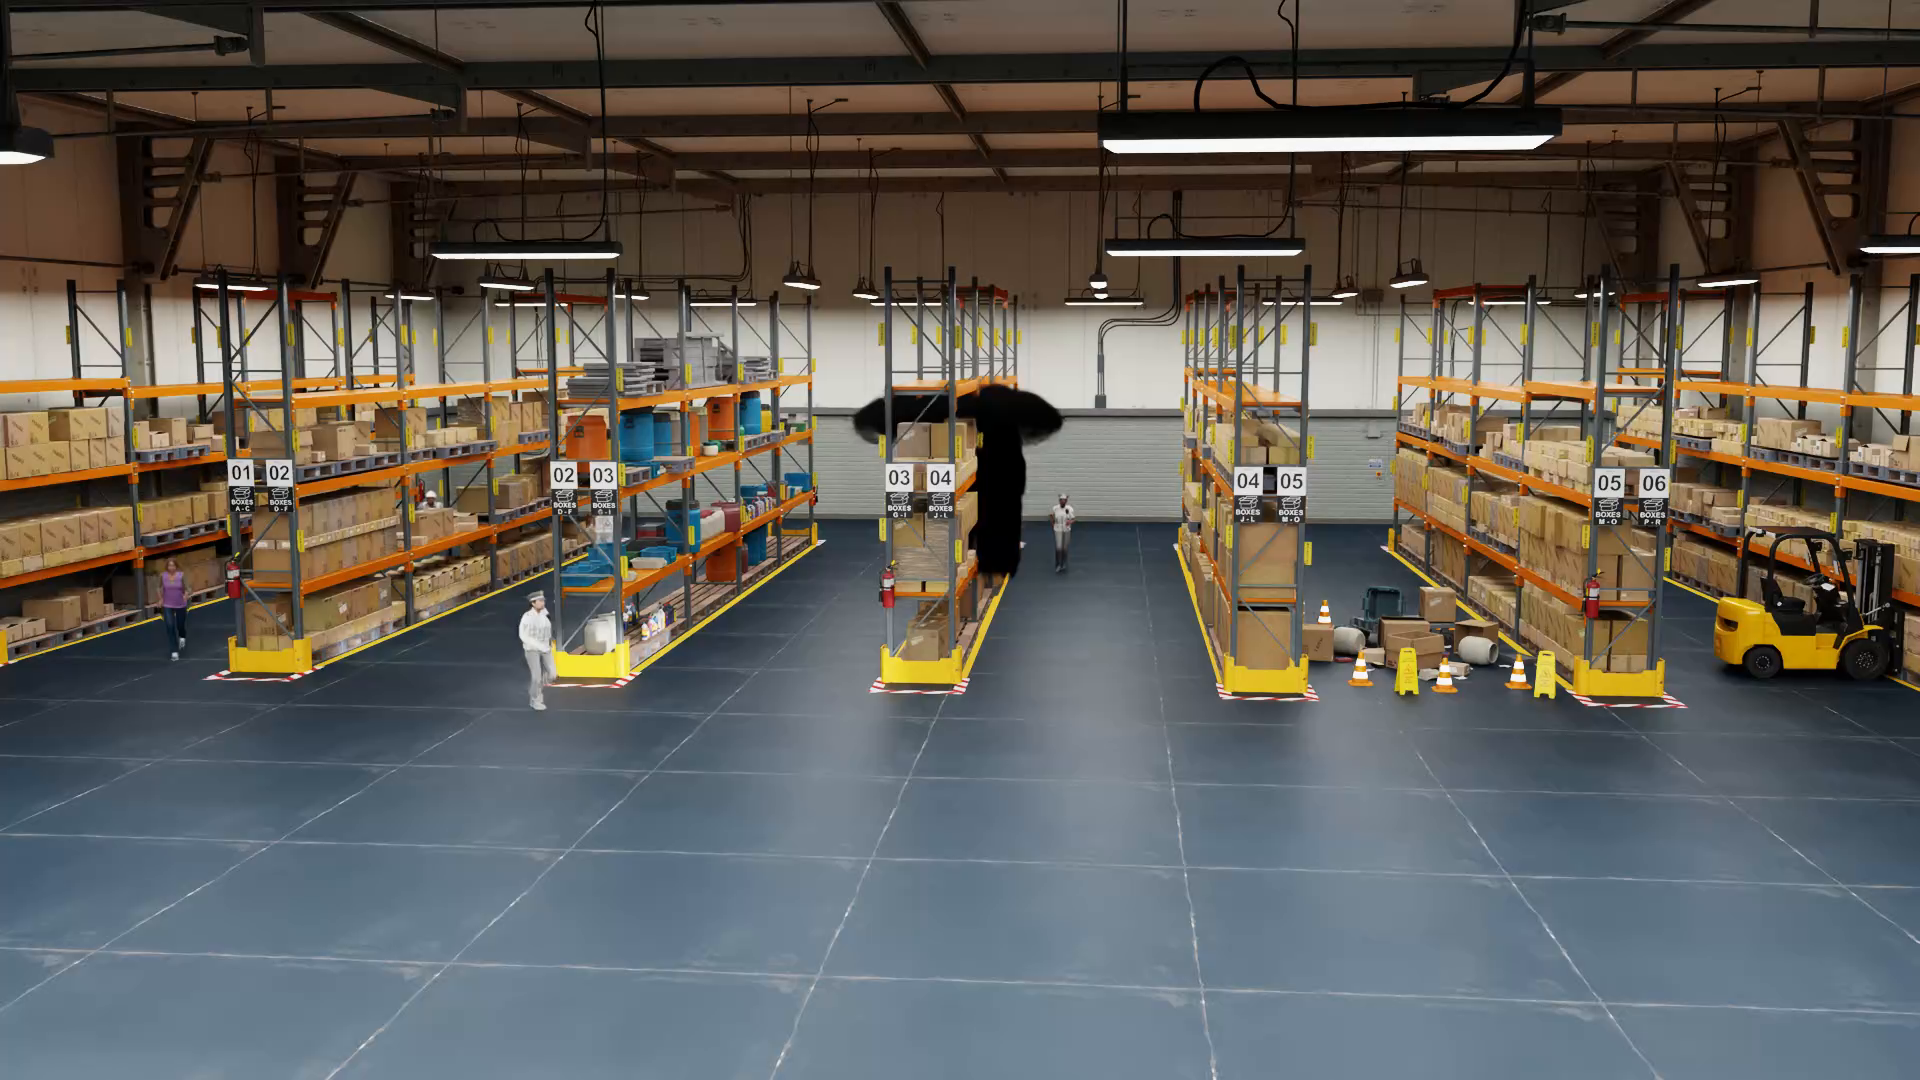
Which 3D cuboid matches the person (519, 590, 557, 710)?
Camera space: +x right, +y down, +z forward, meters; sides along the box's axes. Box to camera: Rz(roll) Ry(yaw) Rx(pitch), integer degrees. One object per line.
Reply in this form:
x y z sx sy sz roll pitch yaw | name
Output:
-5.678 1.478 22.382 0.524 1.648 0.612 5 9 37 | person

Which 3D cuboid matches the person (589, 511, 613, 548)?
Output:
-7.181 -0.106 33.596 0.680 1.813 0.669 0 7 -3 | person

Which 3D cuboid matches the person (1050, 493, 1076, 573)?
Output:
2.212 -0.150 35.697 0.564 1.740 0.730 0 7 2 | person

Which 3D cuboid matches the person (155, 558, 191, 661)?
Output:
-12.363 1.054 26.162 0.519 1.593 0.844 -3 8 -23 | person

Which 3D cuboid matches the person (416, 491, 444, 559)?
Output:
-11.513 -0.230 36.216 0.657 1.699 0.729 -1 7 -12 | person
